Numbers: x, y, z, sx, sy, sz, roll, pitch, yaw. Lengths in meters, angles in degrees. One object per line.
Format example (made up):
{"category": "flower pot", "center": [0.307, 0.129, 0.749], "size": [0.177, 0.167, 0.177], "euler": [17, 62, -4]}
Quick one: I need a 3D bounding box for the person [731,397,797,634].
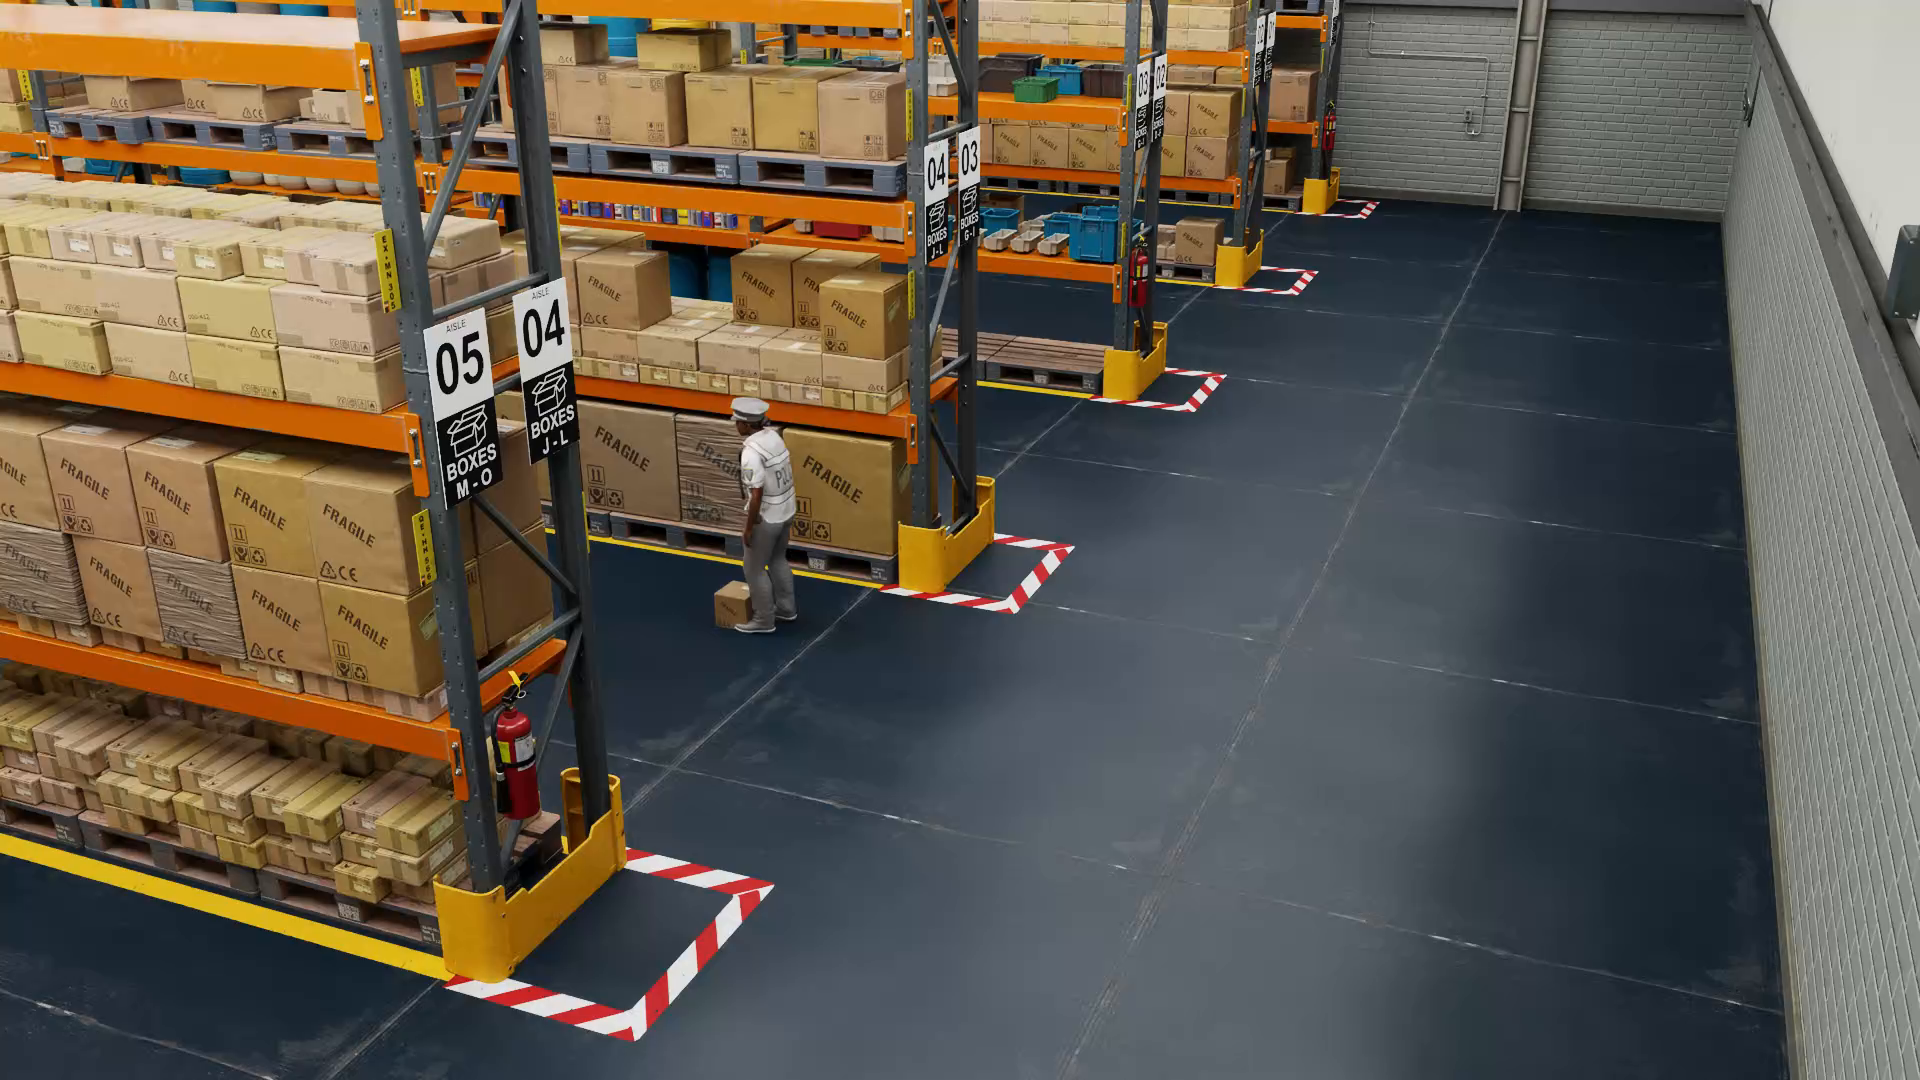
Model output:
{"category": "person", "center": [-1.334, -0.162, 11.292], "size": [0.422, 1.663, 0.532], "euler": [7, 24, 17]}
